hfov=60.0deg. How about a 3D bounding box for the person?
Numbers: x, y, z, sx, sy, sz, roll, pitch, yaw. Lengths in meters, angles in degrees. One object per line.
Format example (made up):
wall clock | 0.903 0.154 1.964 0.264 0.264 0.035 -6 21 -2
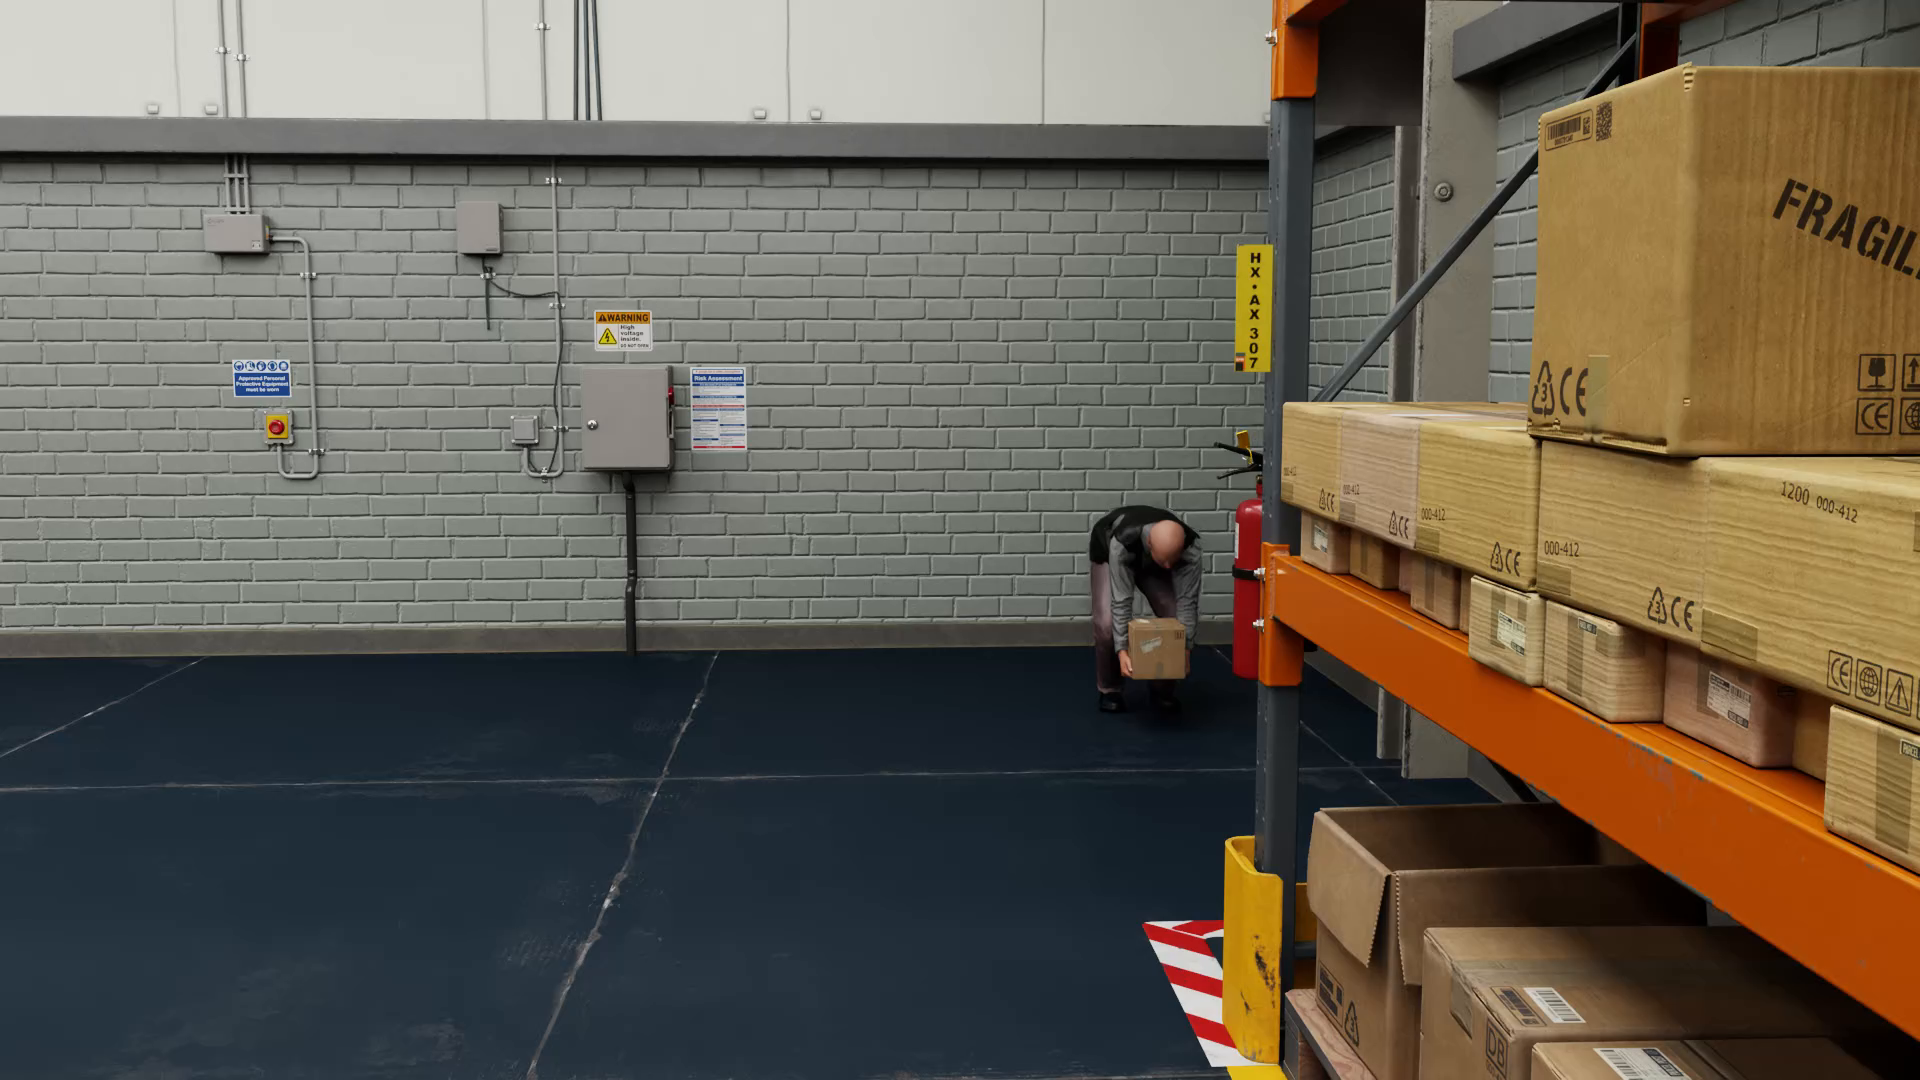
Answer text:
person | 0.924 0.353 8.234 0.508 1.048 0.951 -1 7 -7
